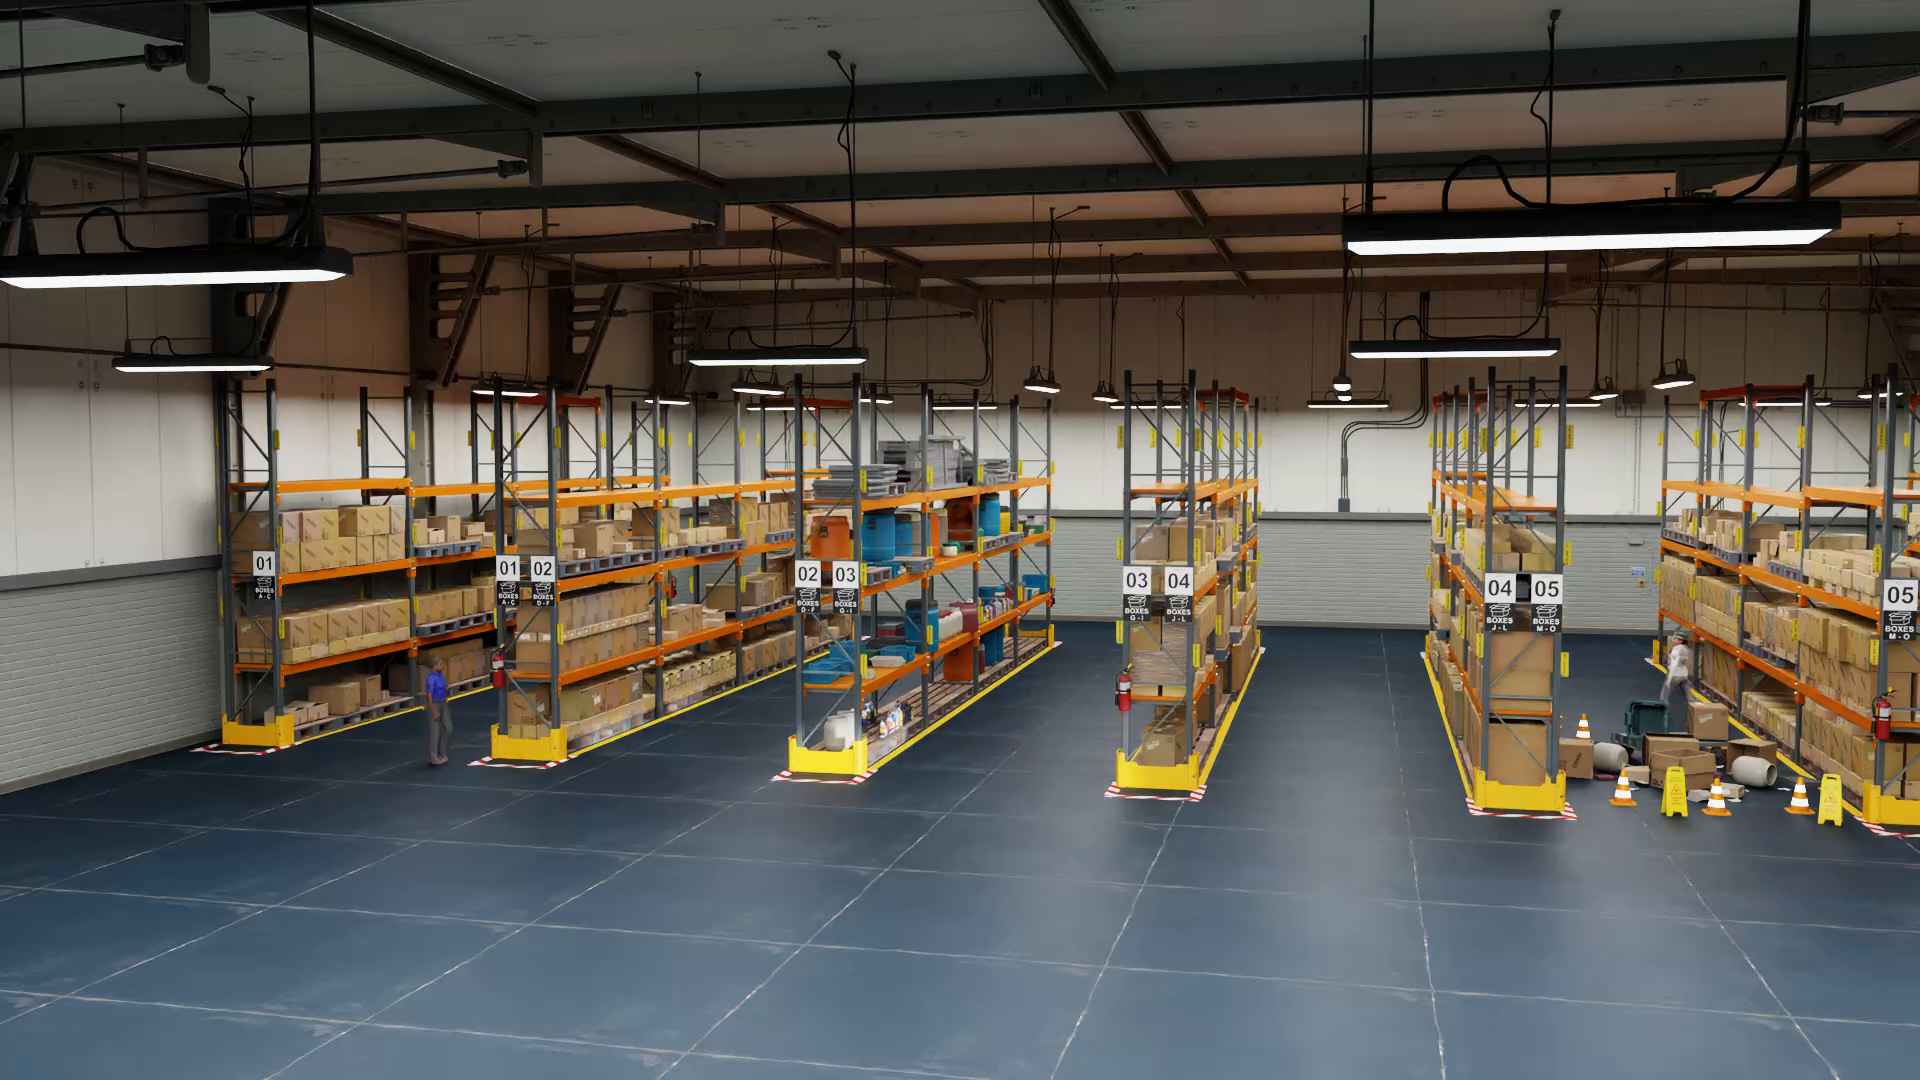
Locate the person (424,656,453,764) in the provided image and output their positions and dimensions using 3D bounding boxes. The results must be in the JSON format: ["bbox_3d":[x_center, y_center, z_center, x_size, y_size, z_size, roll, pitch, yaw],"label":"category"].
[{"bbox_3d":[-8.116,2.661,25.832,0.355,1.718,0.506,1,4,20],"label":"person"}]

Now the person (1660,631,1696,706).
[{"bbox_3d":[12.635,2.423,29.242,0.614,1.645,0.871,-2,4,-29],"label":"person"}]
